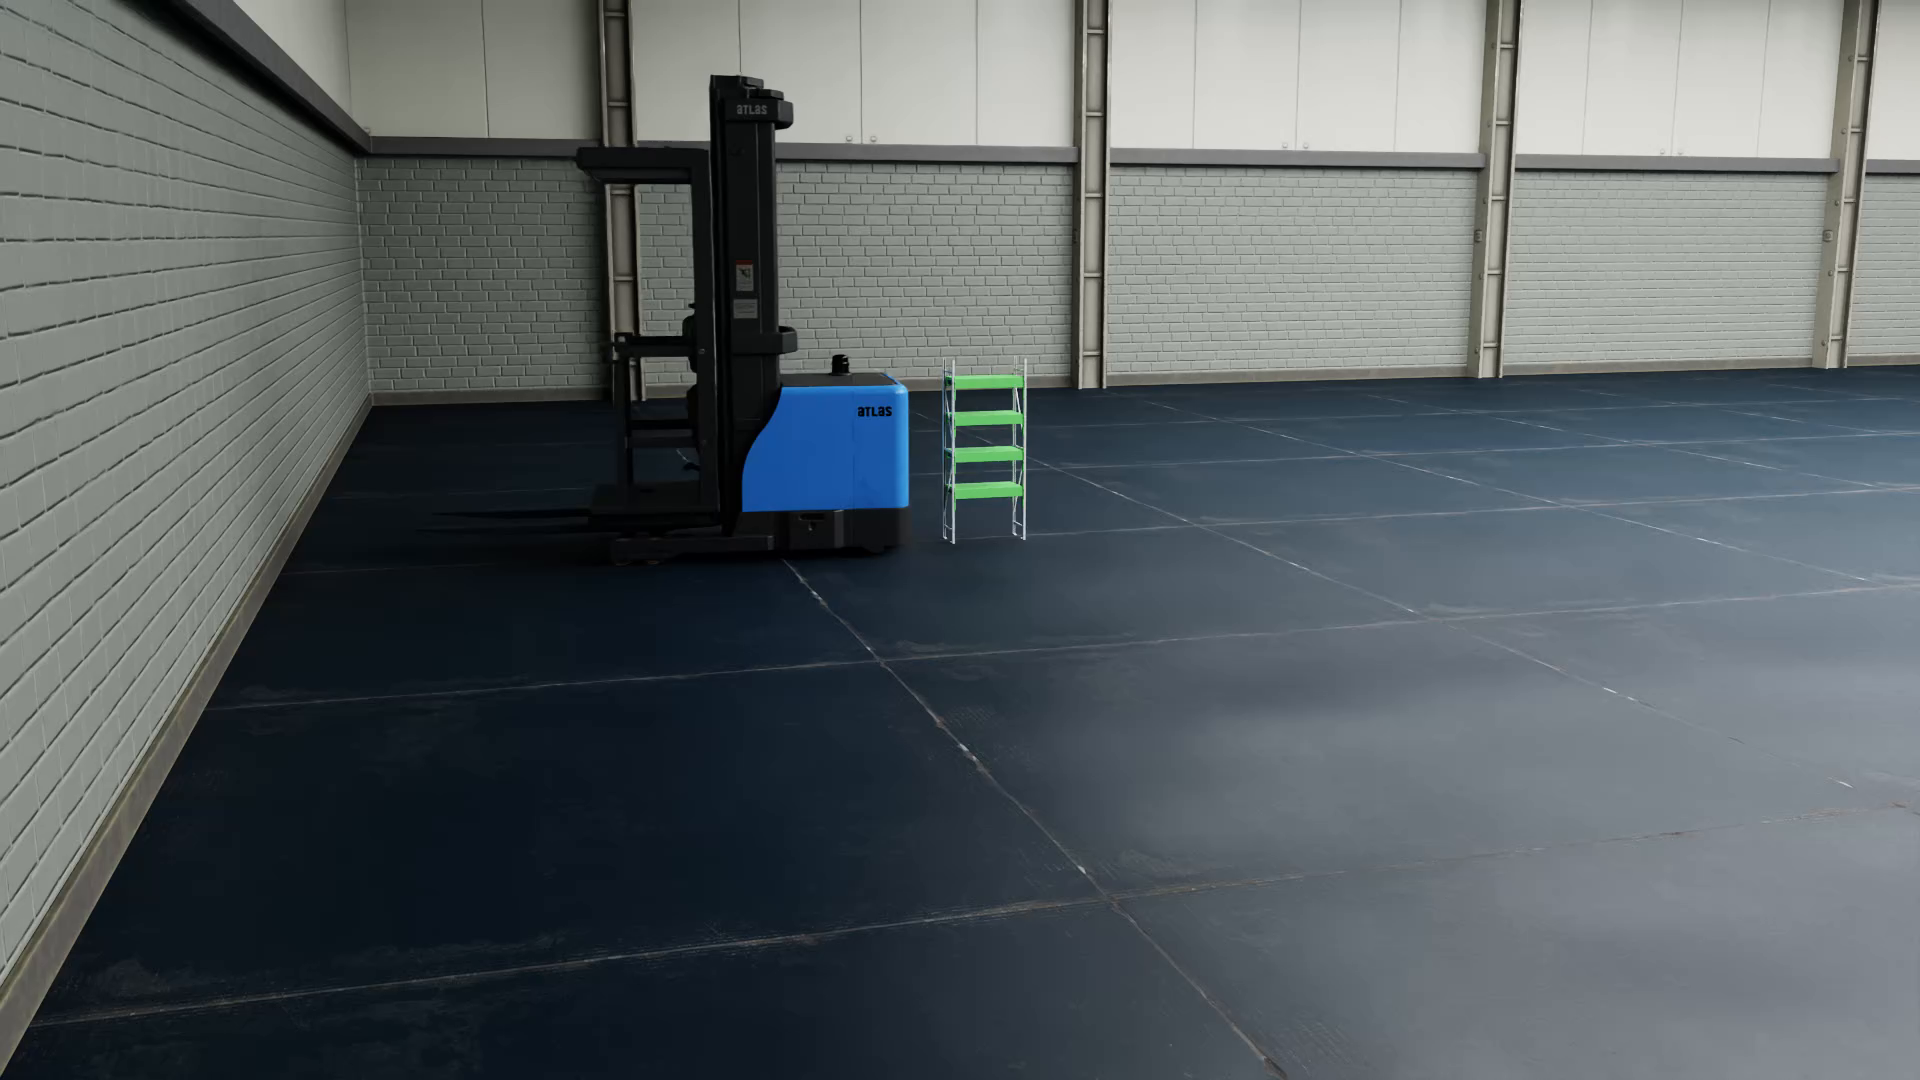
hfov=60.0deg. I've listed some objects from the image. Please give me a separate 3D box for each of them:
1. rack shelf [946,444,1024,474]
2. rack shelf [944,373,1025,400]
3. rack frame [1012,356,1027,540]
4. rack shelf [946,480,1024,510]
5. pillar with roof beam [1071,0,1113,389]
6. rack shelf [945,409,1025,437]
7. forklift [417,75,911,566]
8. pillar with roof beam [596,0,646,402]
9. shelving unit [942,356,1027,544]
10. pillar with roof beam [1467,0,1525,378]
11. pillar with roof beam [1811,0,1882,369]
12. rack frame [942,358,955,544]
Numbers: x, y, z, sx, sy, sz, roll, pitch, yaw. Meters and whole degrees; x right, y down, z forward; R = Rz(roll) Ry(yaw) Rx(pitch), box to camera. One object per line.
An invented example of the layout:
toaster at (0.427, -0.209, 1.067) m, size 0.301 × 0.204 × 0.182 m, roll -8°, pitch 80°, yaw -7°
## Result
rack shelf at (0.159, -0.536, 10.995) m, size 0.480 × 0.148 × 0.258 m, roll -3°, pitch 11°, yaw -16°
rack shelf at (0.159, -1.008, 10.908) m, size 0.480 × 0.148 × 0.258 m, roll -3°, pitch 11°, yaw -16°
rack frame at (0.393, -0.611, 11.050) m, size 0.015 × 1.200 × 0.240 m, roll -3°, pitch 11°, yaw -16°
rack shelf at (0.159, -0.300, 11.038) m, size 0.480 × 0.148 × 0.258 m, roll -3°, pitch 11°, yaw -16°
pillar with roof beam at (2.903, -5.697, 17.136) m, size 0.400 × 9.000 × 9.100 m, roll -3°, pitch 11°, yaw -16°
rack shelf at (0.159, -0.772, 10.951) m, size 0.480 × 0.148 × 0.258 m, roll -3°, pitch 11°, yaw -16°
forklift at (-1.874, -1.387, 10.488) m, size 3.031 × 2.935 × 1.130 m, roll -2°, pitch 11°, yaw -9°
pillar with roof beam at (-2.858, -5.393, 15.487) m, size 0.400 × 9.000 × 9.100 m, roll -3°, pitch 11°, yaw -16°
shelving unit at (0.159, -0.598, 10.983) m, size 0.503 × 1.200 × 0.258 m, roll -3°, pitch 11°, yaw -16°
pillar with roof beam at (8.664, -6.000, 18.786) m, size 0.400 × 9.000 × 9.100 m, roll -3°, pitch 11°, yaw -16°
pillar with roof beam at (14.424, -6.304, 20.435) m, size 0.400 × 9.000 × 9.100 m, roll -3°, pitch 11°, yaw -16°
rack frame at (-0.075, -0.586, 10.916) m, size 0.015 × 1.200 × 0.240 m, roll -3°, pitch 11°, yaw -16°
